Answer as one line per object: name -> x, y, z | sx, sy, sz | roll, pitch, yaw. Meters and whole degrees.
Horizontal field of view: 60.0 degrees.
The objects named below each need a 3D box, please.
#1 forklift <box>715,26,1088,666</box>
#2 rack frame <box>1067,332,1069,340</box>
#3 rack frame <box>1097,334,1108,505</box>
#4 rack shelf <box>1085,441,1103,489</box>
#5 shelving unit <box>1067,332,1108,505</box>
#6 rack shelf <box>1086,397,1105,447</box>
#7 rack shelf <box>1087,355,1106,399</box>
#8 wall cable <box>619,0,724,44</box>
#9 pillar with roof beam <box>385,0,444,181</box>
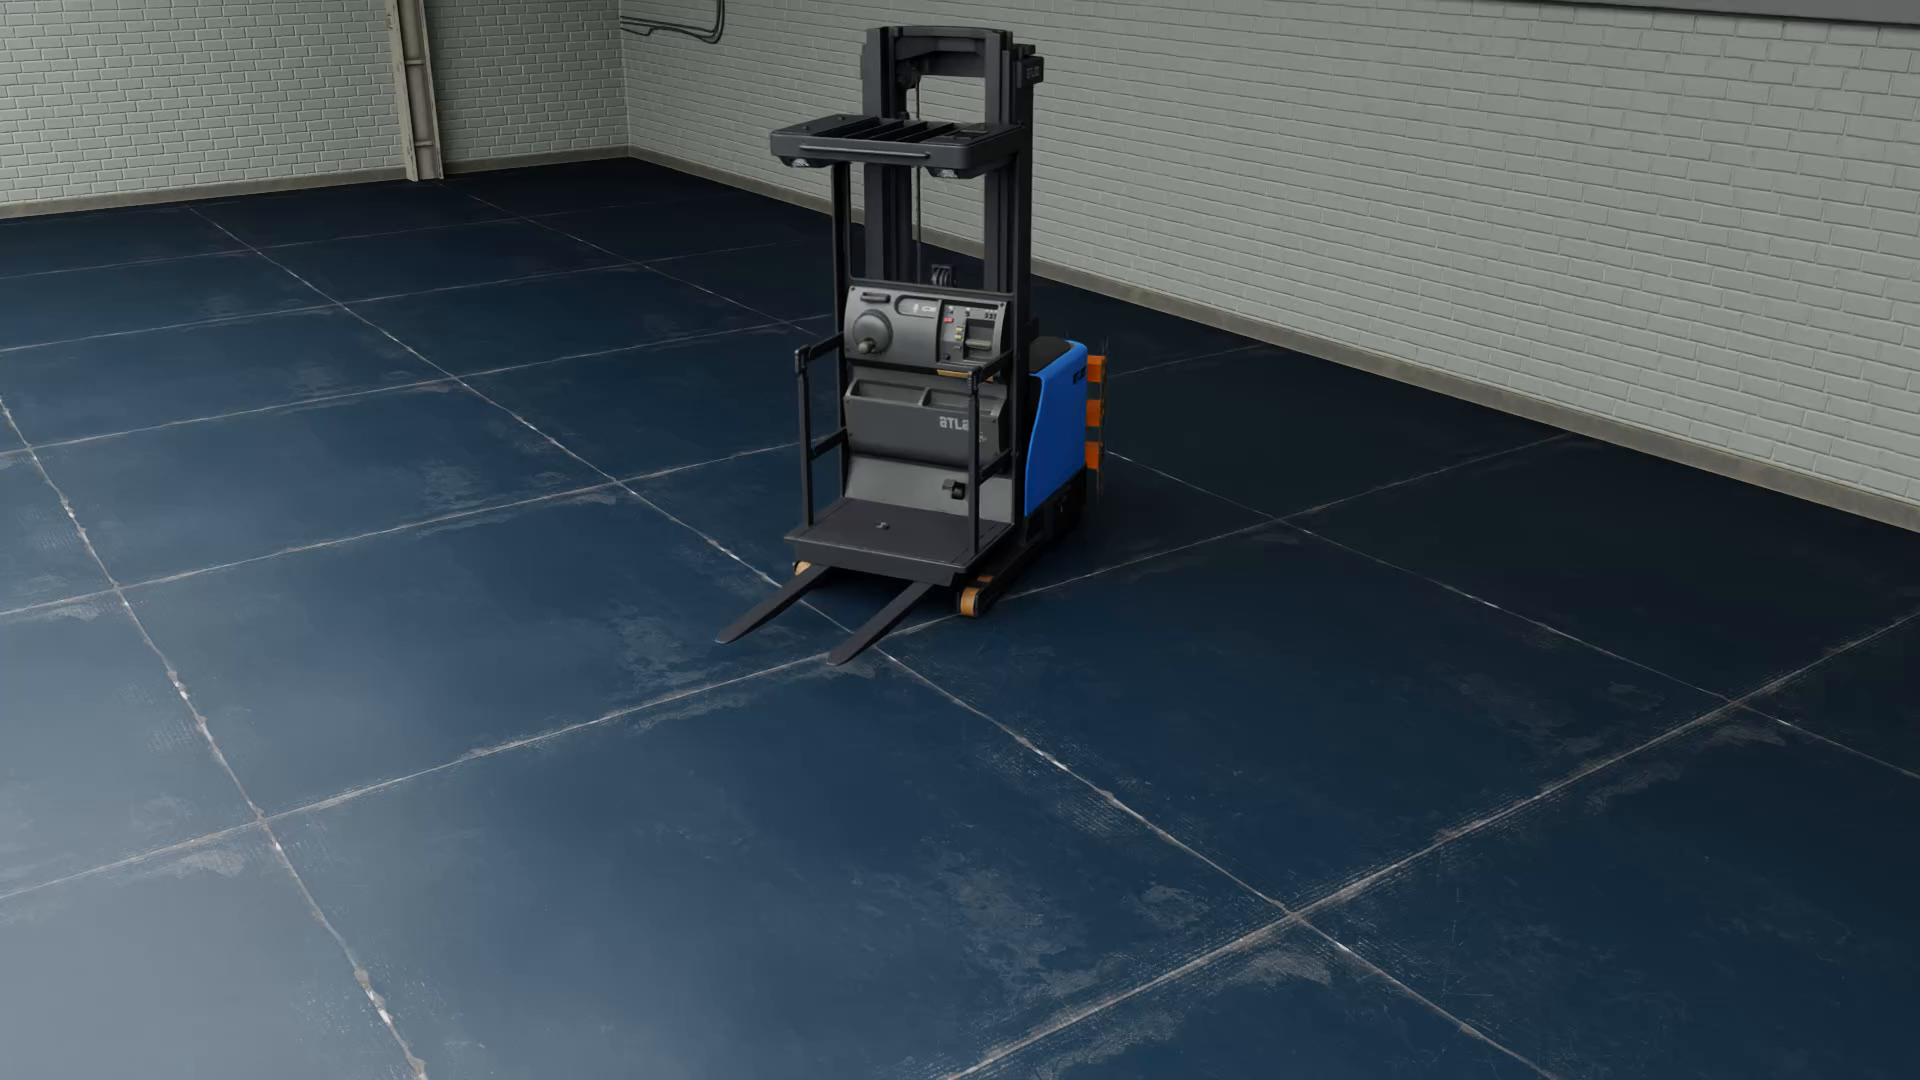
forklift -> -0.275, -1.128, 8.767 | 1.130, 2.935, 3.031 | 9, 24, 22
rack frame -> 0.649, -0.764, 10.395 | 0.008, 1.050, 0.200 | 5, 22, 13
rack frame -> 0.886, -0.743, 10.342 | 0.008, 1.050, 0.200 | 5, 22, 13
rack shelf -> 0.768, -0.486, 10.476 | 0.240, 0.259, 0.215 | 5, 22, 13
shelving unit -> 0.768, -0.754, 10.369 | 0.252, 1.050, 0.215 | 5, 22, 13
rack shelf -> 0.768, -0.744, 10.373 | 0.240, 0.259, 0.215 | 5, 22, 13
rack shelf -> 0.768, -1.007, 10.268 | 0.240, 0.259, 0.215 | 5, 22, 13
wall cable -> -3.833, -7.711, 21.267 | 0.112, 2.526, 3.097 | -15, 26, -33
pillar with roof beam -> -4.482, -7.618, 16.845 | 0.400, 9.000, 9.100 | -15, 26, -33
